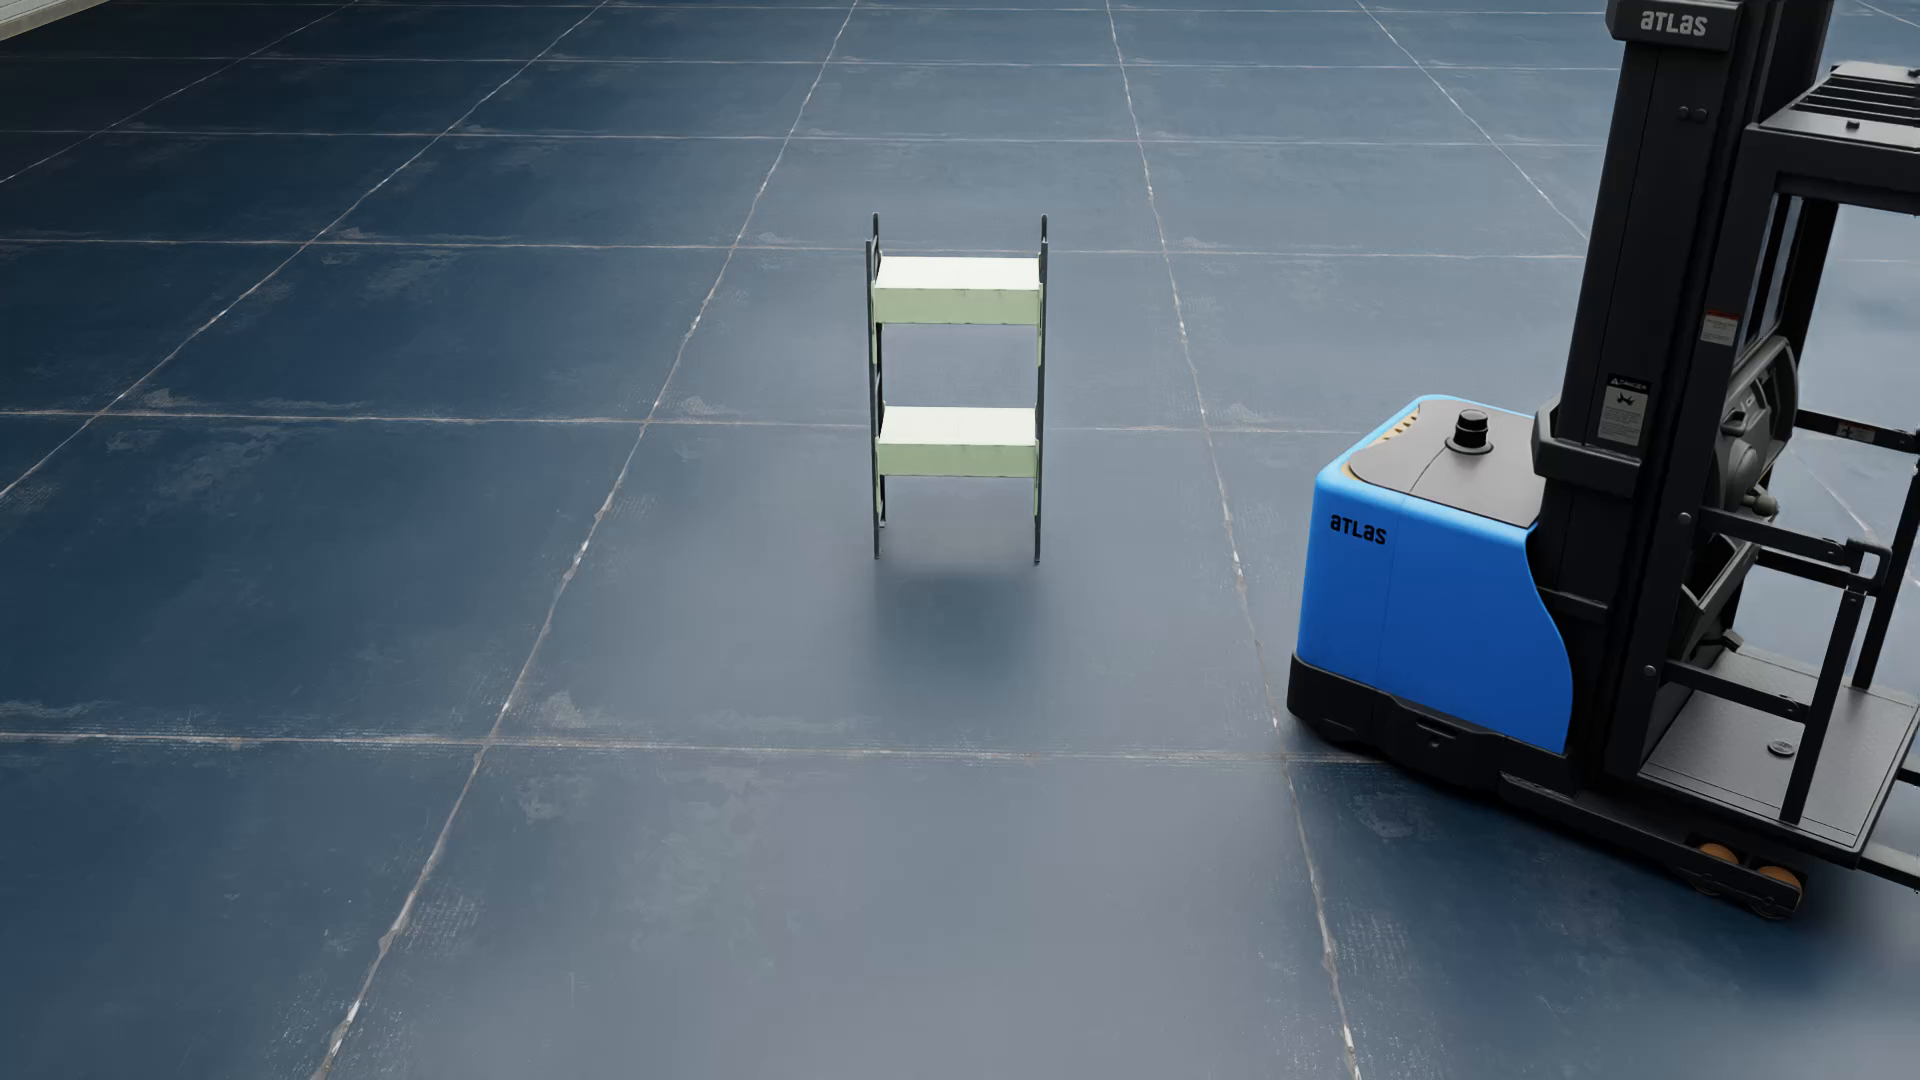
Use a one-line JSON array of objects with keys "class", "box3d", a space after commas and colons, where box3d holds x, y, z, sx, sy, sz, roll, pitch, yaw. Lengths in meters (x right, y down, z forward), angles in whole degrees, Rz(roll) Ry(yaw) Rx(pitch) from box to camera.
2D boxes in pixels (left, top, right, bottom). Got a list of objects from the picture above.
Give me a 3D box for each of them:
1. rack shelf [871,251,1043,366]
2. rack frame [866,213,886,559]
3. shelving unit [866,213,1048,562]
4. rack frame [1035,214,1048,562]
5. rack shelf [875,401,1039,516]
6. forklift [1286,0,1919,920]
[{"class": "rack shelf", "box3d": [-0.007, -1.008, 7.216, 0.720, 0.370, 0.431, 1, 28, 2]}, {"class": "rack frame", "box3d": [-0.372, -0.669, 7.410, 0.023, 1.500, 0.400, 1, 28, 2]}, {"class": "shelving unit", "box3d": [-0.007, -0.663, 7.399, 0.755, 1.500, 0.431, 1, 28, 2]}, {"class": "rack frame", "box3d": [0.359, -0.657, 7.388, 0.023, 1.500, 0.400, 1, 28, 2]}, {"class": "rack shelf", "box3d": [-0.007, -0.375, 7.552, 0.720, 0.370, 0.431, 1, 28, 2]}, {"class": "forklift", "box3d": [2.733, -0.343, 5.268, 3.031, 2.935, 1.130, 20, 34, 33]}]
